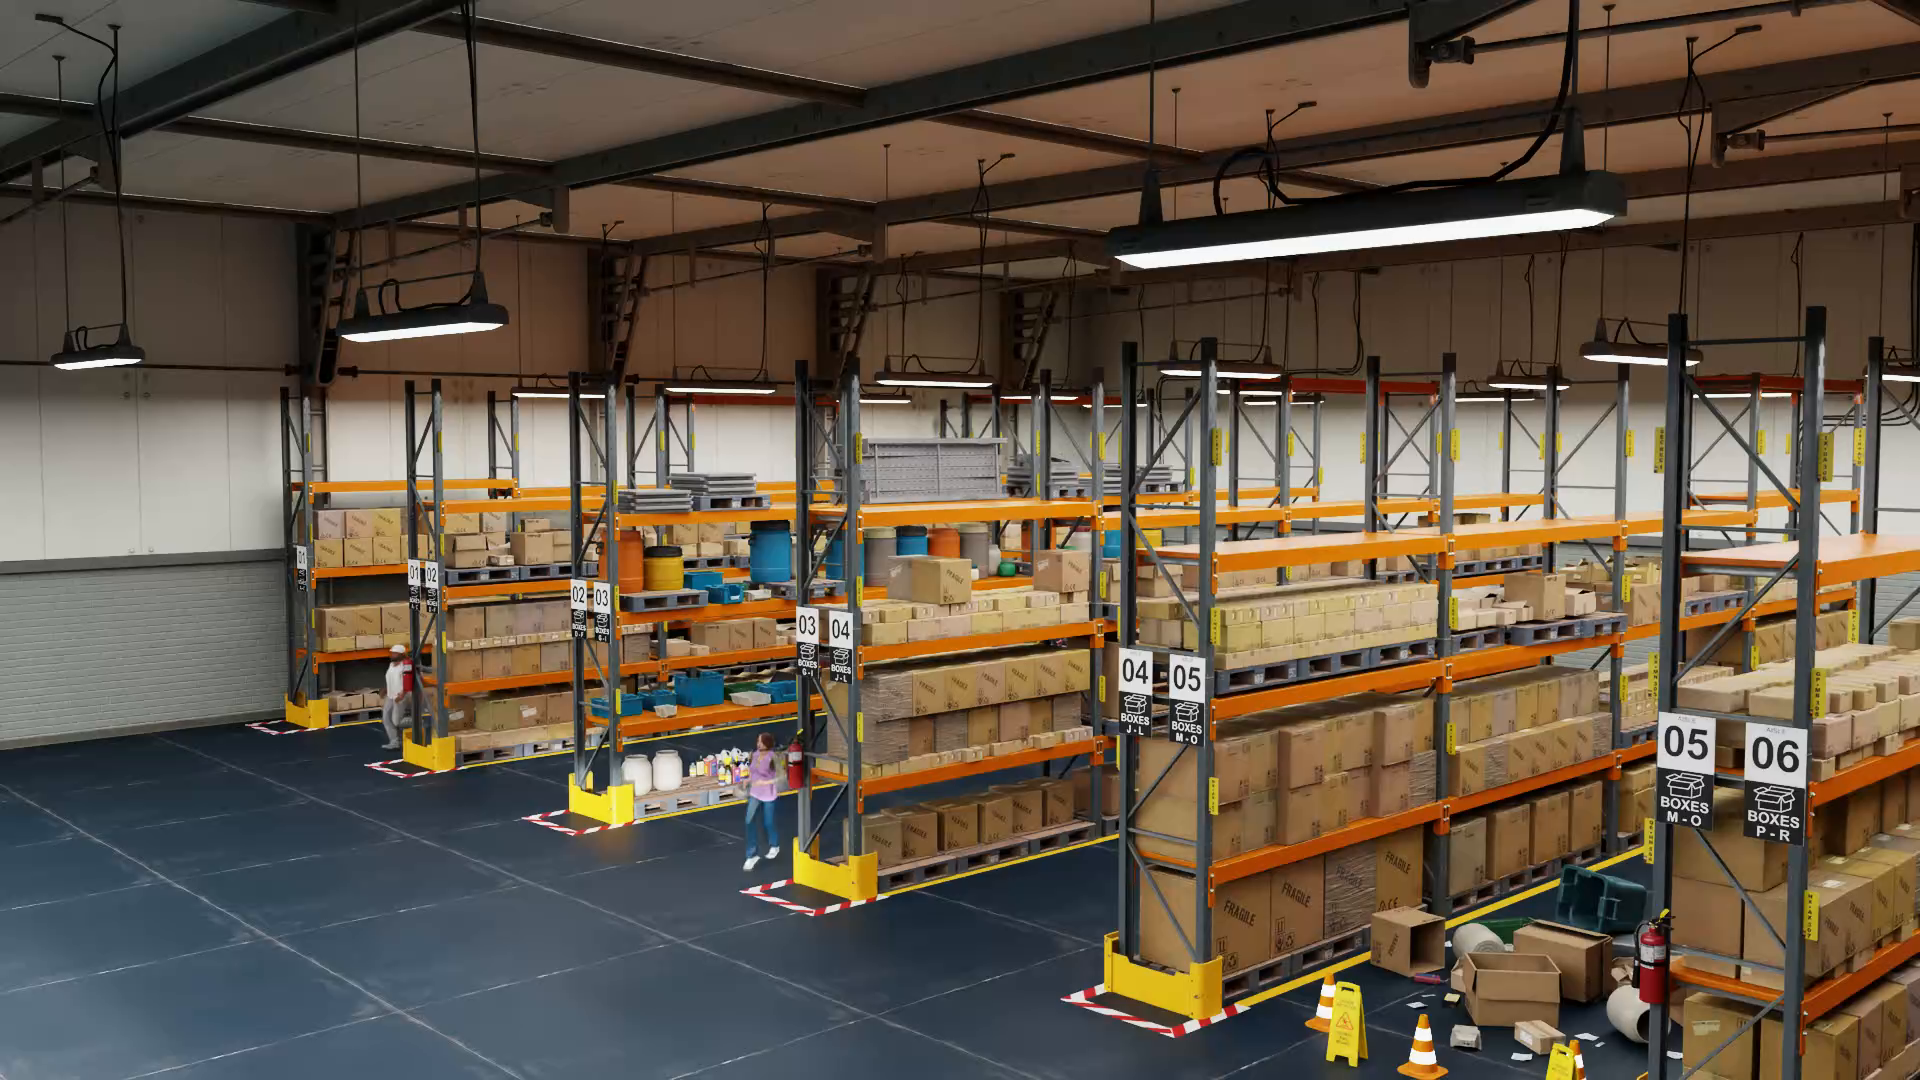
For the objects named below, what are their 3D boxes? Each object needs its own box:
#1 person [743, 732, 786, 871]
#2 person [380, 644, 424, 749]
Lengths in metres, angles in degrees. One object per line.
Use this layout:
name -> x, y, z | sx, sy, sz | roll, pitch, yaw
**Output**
person -> -2.301, 3.106, 19.850 | 0.566, 1.656, 0.647 | 2, 4, 30
person -> -9.172, 2.560, 27.308 | 0.737, 1.717, 0.706 | 3, 5, 39
